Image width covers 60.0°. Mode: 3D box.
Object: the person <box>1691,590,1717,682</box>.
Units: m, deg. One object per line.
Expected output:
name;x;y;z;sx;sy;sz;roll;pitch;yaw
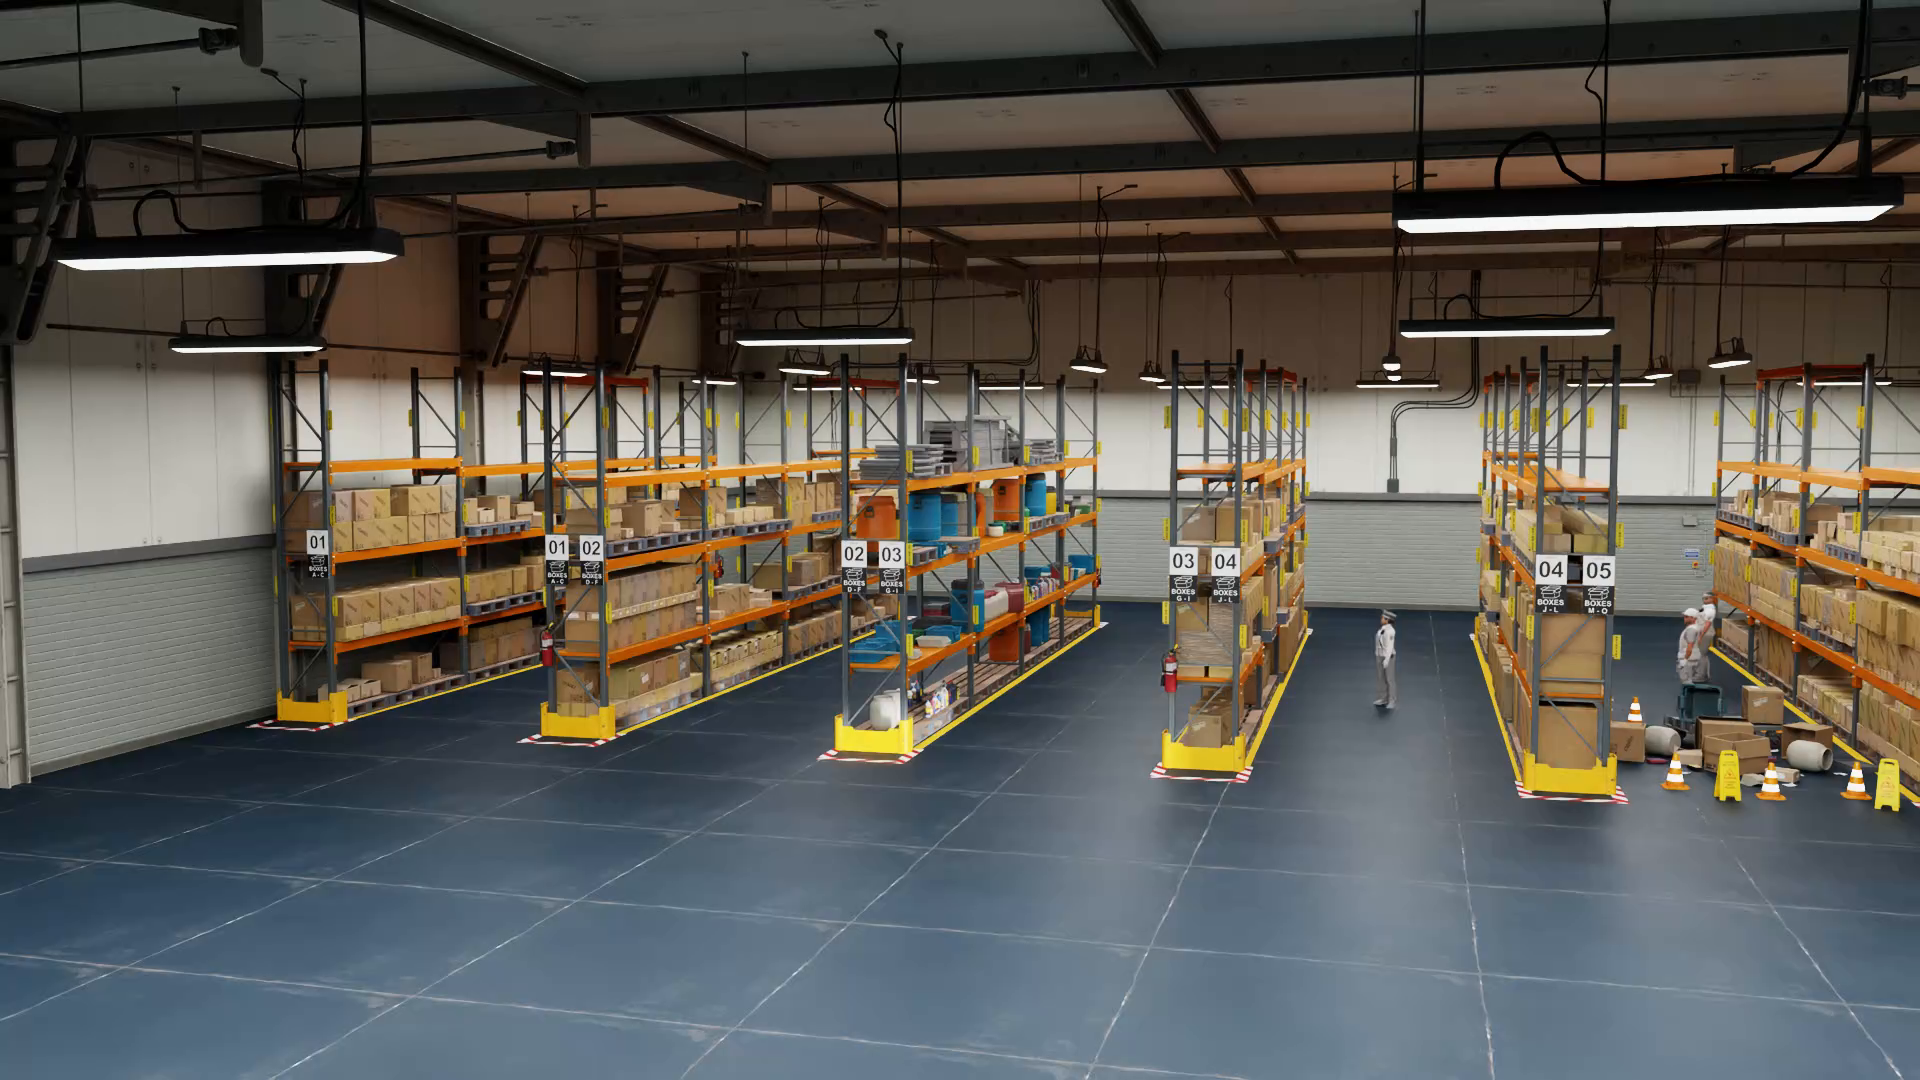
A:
person;14.180;1.862;31.755;0.496;1.814;0.600;3;5;36

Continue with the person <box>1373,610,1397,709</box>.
person;7.445;2.081;29.104;0.377;1.726;0.504;-2;4;-23

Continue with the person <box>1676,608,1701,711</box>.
person;12.479;2.075;28.534;0.585;1.817;0.448;-3;5;-37
